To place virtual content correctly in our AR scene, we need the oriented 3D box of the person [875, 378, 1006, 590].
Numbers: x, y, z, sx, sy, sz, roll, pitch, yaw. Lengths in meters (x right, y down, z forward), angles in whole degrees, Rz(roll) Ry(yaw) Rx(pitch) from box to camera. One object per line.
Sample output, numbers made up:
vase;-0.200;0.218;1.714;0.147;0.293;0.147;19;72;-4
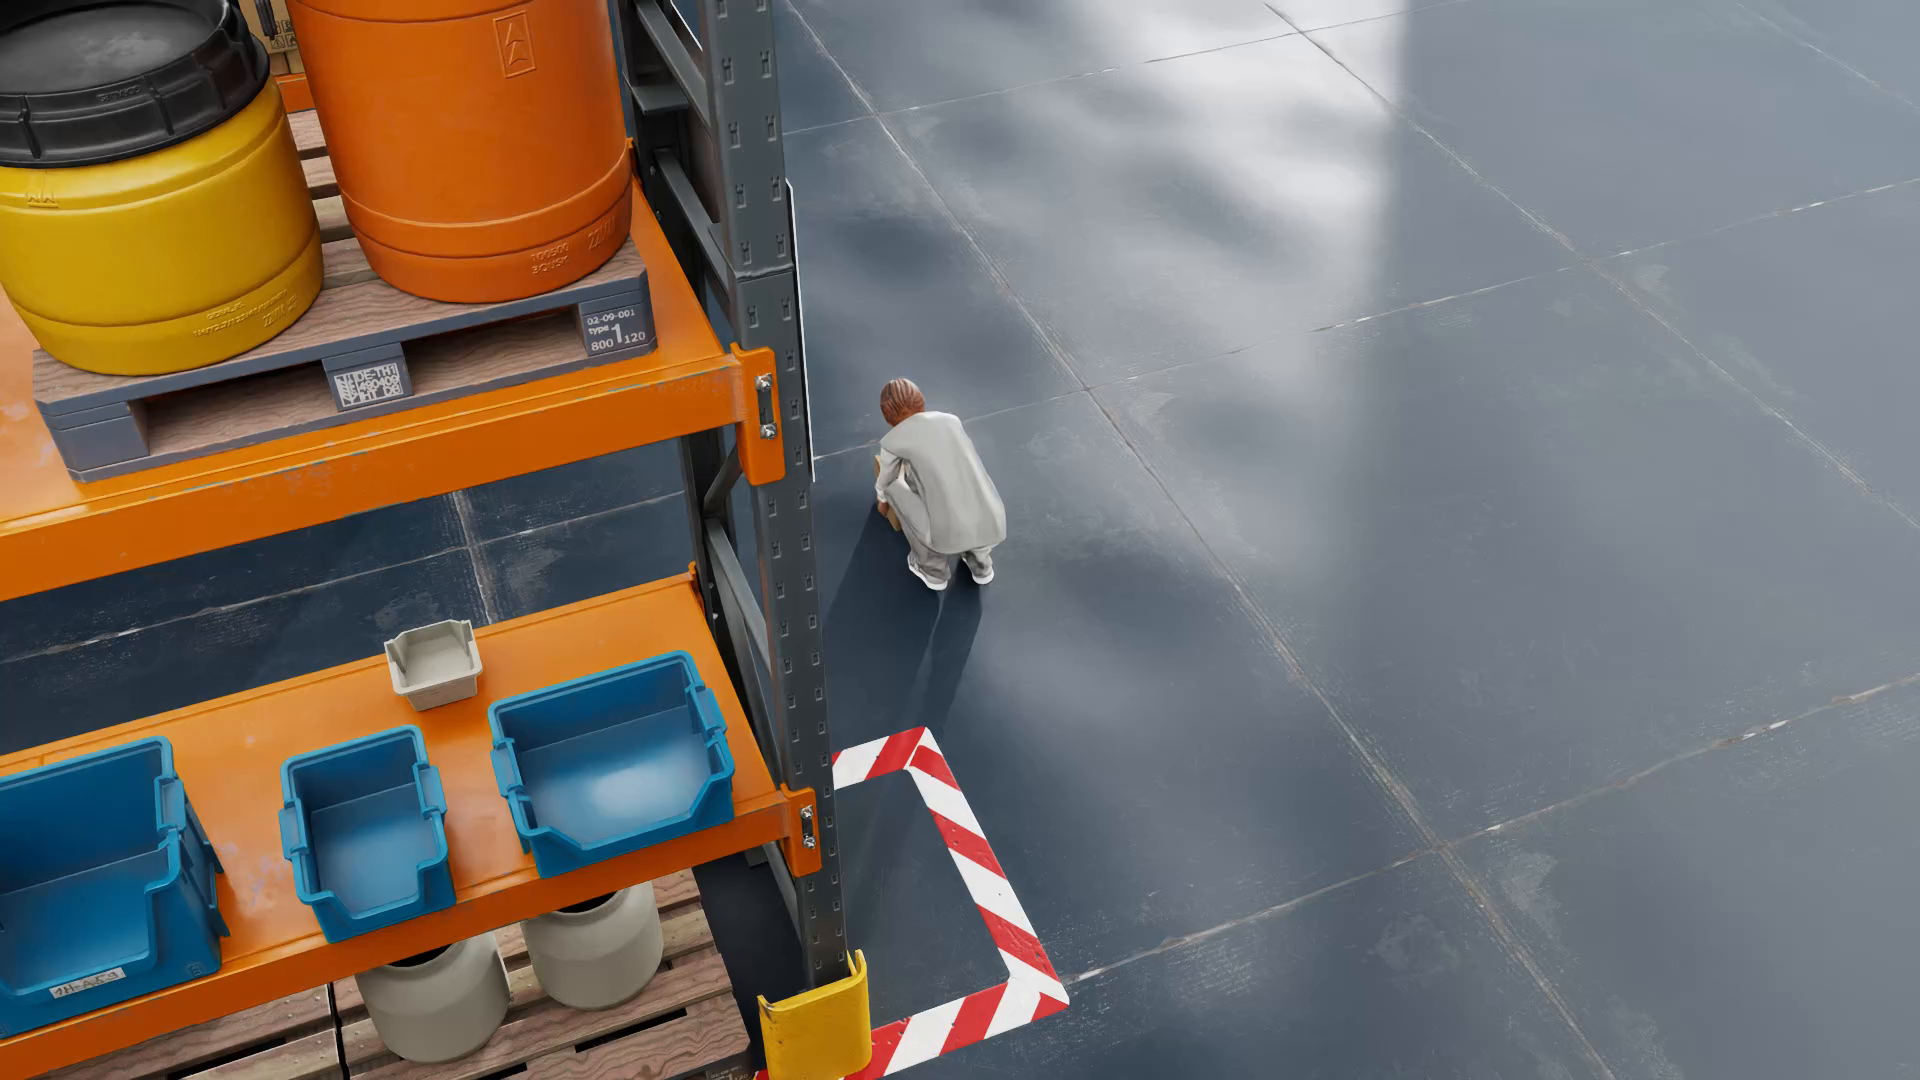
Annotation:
person;-0.090;-0.197;7.050;0.432;0.763;0.814;-16;45;-16
